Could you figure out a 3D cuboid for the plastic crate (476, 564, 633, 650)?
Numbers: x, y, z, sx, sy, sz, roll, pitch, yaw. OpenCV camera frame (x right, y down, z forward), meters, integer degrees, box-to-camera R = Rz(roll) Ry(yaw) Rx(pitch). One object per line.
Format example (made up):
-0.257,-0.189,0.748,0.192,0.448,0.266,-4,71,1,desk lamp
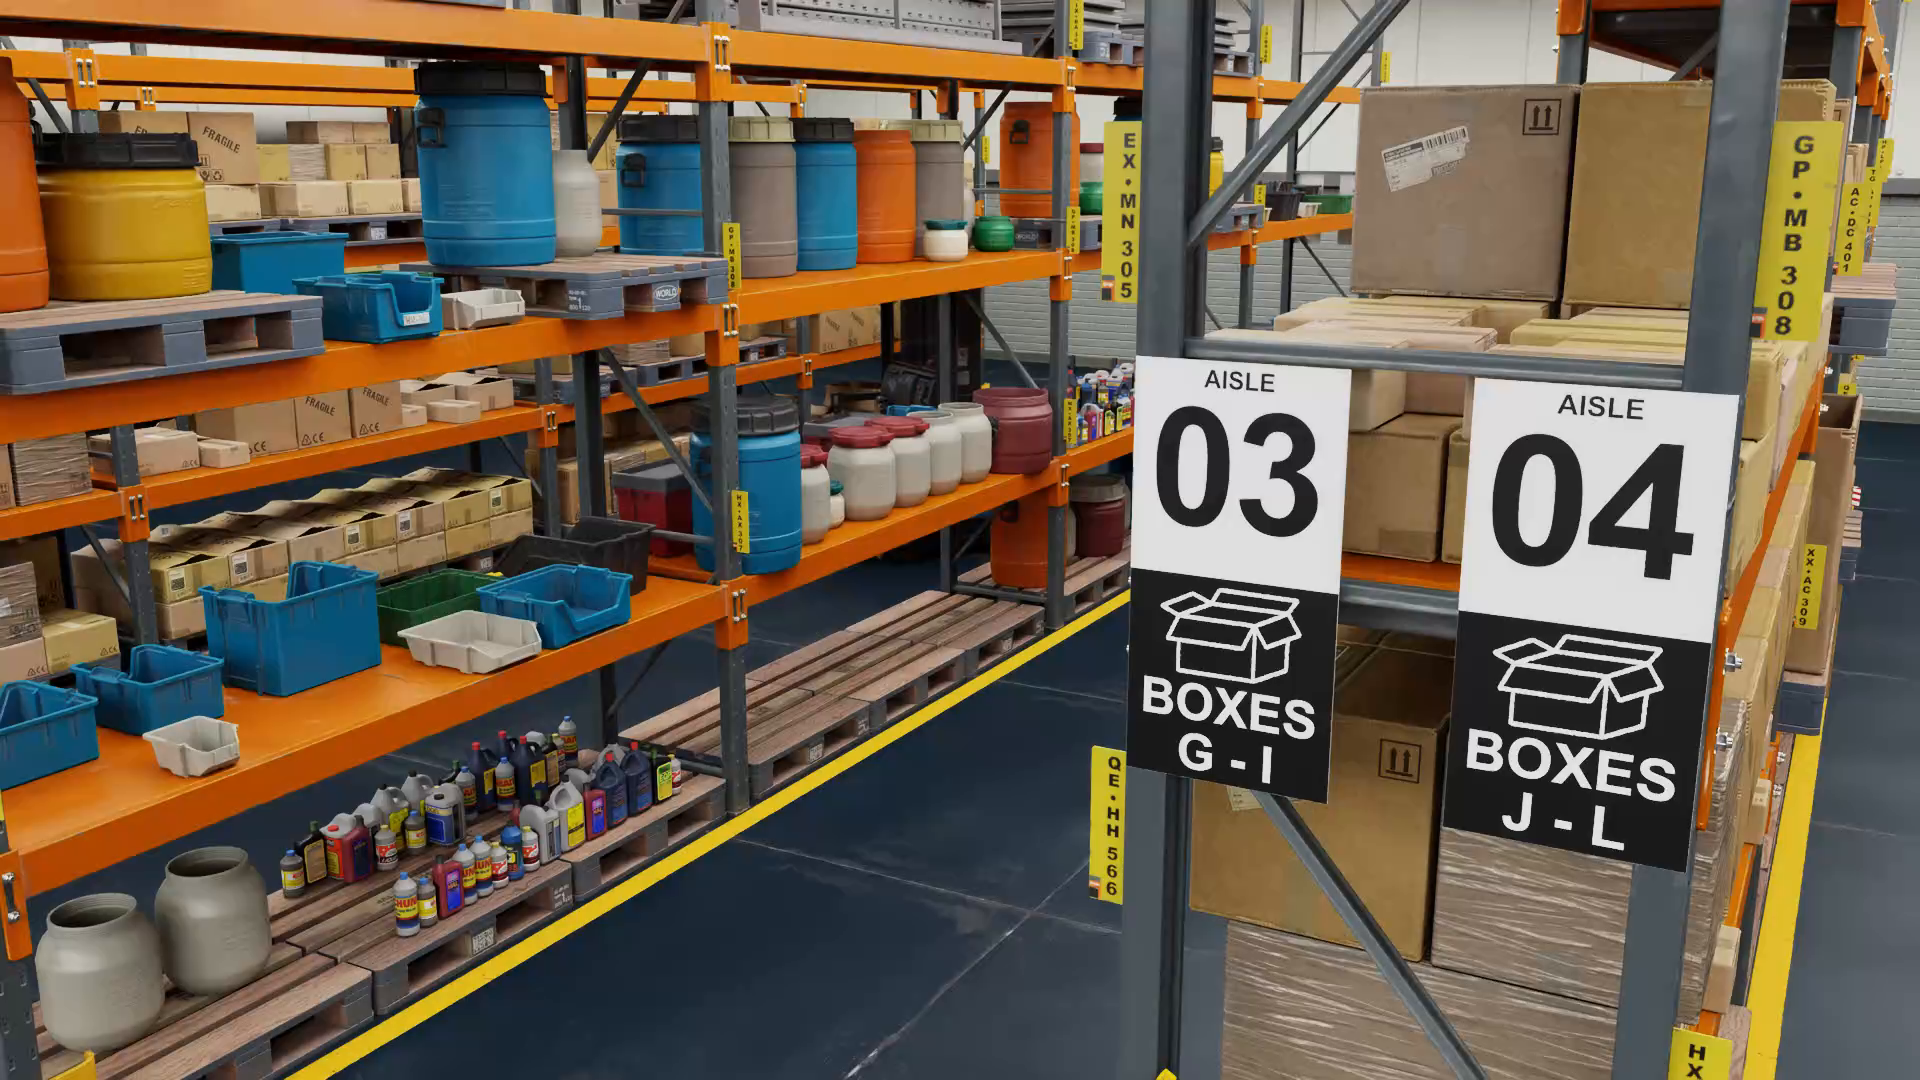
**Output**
-1.916,0.305,7.900,0.499,0.251,0.616,7,15,28,plastic crate

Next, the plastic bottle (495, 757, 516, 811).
-2.336,1.250,8.548,0.097,0.271,0.097,0,14,0,plastic bottle

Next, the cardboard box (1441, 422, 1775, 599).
1.243,-0.098,3.175,0.500,0.250,0.500,8,16,30,cardboard box

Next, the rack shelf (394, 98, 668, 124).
-5.457,-5.571,21.546,1.077,0.370,4.000,7,15,28,rack shelf

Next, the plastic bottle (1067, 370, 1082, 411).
0.957,-1.280,14.266,0.144,0.351,0.185,7,15,28,plastic bottle

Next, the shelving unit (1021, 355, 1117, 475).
1.054,-0.967,16.060,0.538,1.500,1.048,8,16,29,shelving unit

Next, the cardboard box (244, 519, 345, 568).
-5.039,0.008,12.590,0.500,0.311,0.500,7,15,26,cardboard box

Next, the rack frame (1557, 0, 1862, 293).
2.717,-2.380,5.921,1.000,3.000,0.127,7,15,28,rack frame

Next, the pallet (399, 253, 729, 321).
-1.882,-1.232,7.963,1.213,0.211,1.003,7,15,28,pallet

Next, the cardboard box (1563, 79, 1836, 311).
1.738,-0.811,3.900,0.500,0.500,0.500,7,15,28,cardboard box

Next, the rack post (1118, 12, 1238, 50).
1.814,-4.376,14.364,0.937,0.300,0.954,7,15,27,rack post

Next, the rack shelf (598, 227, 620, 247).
-3.052,-2.926,16.122,1.077,0.370,4.000,7,15,28,rack shelf

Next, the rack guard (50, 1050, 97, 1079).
-3.557,1.990,5.928,1.175,0.500,0.348,7,15,28,rack guard

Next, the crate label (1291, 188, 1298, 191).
3.454,-3.720,18.197,0.408,0.251,0.502,7,15,28,crate label

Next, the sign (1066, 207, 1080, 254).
0.800,-2.192,11.764,0.100,0.325,0.005,7,15,28,sign

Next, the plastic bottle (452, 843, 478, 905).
-2.237,1.501,7.504,0.097,0.271,0.097,0,14,0,plastic bottle

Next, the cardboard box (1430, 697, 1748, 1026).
1.288,0.596,3.397,0.500,0.500,0.500,7,15,28,cardboard box

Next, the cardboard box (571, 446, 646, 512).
-3.301,-0.575,15.630,0.500,0.500,0.500,7,15,26,cardboard box

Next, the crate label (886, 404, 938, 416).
-0.402,-0.689,11.634,0.502,0.435,0.616,7,15,28,crate label

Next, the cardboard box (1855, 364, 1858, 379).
8.510,-1.639,16.186,0.380,0.149,0.250,8,15,29,cardboard box

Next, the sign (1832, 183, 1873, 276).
3.196,-1.113,5.964,0.100,0.325,0.005,7,15,28,sign

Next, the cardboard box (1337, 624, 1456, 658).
1.070,0.434,4.069,0.500,0.500,0.500,7,15,28,cardboard box

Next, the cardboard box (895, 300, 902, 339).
-0.867,-2.663,19.681,0.500,0.500,0.500,7,15,27,cardboard box

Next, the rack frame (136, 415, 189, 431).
-8.357,-1.968,17.012,1.000,3.000,0.127,7,15,28,rack frame

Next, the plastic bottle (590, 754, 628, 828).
-1.770,1.253,8.364,0.144,0.351,0.185,7,15,25,plastic bottle

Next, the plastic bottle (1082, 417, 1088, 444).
0.935,-0.842,12.764,0.097,0.201,0.097,0,14,0,plastic bottle

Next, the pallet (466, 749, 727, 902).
-1.980,1.464,8.727,1.003,0.211,1.213,7,15,28,pallet

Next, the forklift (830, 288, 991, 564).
-0.633,-1.358,14.628,3.031,2.935,1.130,-7,15,-28,forklift

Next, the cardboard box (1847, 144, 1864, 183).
4.148,-1.702,8.227,0.500,0.500,0.500,8,16,29,cardboard box

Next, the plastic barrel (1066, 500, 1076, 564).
0.732,-0.068,13.545,0.421,0.512,0.421,0,14,0,plastic barrel

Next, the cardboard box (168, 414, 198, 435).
-7.887,-1.263,17.779,0.750,0.750,0.750,7,15,27,cardboard box

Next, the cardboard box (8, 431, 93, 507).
-6.162,-0.543,10.891,0.700,0.500,0.500,7,15,27,cardboard box

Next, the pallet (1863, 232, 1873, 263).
4.916,-1.789,10.272,1.213,0.211,1.003,8,16,31,pallet

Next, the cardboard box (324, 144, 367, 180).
-7.158,-4.219,18.800,0.700,0.500,0.500,7,15,27,cardboard box

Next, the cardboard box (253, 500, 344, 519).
-5.272,-0.155,13.265,0.500,0.311,0.500,7,15,27,cardboard box

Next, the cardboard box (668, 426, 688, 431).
-3.029,-0.943,17.155,0.500,0.500,0.500,8,15,29,cardboard box

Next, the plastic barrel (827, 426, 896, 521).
-0.609,-0.413,10.272,0.433,0.535,0.433,0,14,0,plastic barrel

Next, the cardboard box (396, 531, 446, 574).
-4.552,0.070,13.531,0.500,0.250,0.500,8,16,29,cardboard box

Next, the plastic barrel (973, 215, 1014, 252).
0.241,-2.172,11.789,0.294,0.245,0.294,0,14,0,plastic barrel

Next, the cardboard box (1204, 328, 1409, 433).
0.645,-0.314,3.223,0.380,0.149,0.250,7,15,28,cardboard box

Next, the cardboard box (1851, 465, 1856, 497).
6.293,-0.142,13.078,1.225,0.875,0.875,7,15,28,cardboard box

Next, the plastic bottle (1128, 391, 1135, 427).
1.406,-1.073,13.548,0.061,0.283,0.133,7,15,28,plastic bottle

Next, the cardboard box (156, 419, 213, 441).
-5.688,-0.722,12.133,0.396,0.266,0.258,7,15,27,cardboard box

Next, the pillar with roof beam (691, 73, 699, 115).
-0.173,-6.690,23.798,9.100,9.000,0.400,7,15,28,pillar with roof beam

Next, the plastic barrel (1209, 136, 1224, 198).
1.985,-3.210,14.465,0.600,0.588,0.600,0,14,0,plastic barrel

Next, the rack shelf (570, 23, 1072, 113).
-0.652,-2.807,10.082,1.077,0.370,4.000,7,15,28,rack shelf

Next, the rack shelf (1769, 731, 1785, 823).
3.684,0.476,8.411,1.077,0.370,4.000,7,15,28,rack shelf

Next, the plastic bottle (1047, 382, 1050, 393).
0.803,-1.215,13.995,0.144,0.351,0.185,7,15,28,plastic bottle

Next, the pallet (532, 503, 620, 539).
-3.625,-0.201,15.632,1.003,0.211,1.213,7,15,28,pallet

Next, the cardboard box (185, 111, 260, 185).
-5.365,-2.782,11.814,0.500,0.500,0.500,9,16,33,cardboard box

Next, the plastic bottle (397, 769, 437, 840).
-2.669,1.294,8.197,0.144,0.351,0.185,7,15,28,plastic bottle

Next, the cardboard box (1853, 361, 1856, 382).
7.777,-1.552,14.972,0.500,0.250,0.500,7,15,28,cardboard box

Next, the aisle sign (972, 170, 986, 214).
0.149,-4.292,21.105,0.394,0.787,0.004,7,15,28,aisle sign

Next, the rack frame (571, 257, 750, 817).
-1.618,-0.025,8.952,1.000,3.000,0.127,7,15,28,rack frame

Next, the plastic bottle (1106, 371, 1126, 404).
1.377,-1.347,14.700,0.152,0.276,0.135,7,15,28,plastic bottle
